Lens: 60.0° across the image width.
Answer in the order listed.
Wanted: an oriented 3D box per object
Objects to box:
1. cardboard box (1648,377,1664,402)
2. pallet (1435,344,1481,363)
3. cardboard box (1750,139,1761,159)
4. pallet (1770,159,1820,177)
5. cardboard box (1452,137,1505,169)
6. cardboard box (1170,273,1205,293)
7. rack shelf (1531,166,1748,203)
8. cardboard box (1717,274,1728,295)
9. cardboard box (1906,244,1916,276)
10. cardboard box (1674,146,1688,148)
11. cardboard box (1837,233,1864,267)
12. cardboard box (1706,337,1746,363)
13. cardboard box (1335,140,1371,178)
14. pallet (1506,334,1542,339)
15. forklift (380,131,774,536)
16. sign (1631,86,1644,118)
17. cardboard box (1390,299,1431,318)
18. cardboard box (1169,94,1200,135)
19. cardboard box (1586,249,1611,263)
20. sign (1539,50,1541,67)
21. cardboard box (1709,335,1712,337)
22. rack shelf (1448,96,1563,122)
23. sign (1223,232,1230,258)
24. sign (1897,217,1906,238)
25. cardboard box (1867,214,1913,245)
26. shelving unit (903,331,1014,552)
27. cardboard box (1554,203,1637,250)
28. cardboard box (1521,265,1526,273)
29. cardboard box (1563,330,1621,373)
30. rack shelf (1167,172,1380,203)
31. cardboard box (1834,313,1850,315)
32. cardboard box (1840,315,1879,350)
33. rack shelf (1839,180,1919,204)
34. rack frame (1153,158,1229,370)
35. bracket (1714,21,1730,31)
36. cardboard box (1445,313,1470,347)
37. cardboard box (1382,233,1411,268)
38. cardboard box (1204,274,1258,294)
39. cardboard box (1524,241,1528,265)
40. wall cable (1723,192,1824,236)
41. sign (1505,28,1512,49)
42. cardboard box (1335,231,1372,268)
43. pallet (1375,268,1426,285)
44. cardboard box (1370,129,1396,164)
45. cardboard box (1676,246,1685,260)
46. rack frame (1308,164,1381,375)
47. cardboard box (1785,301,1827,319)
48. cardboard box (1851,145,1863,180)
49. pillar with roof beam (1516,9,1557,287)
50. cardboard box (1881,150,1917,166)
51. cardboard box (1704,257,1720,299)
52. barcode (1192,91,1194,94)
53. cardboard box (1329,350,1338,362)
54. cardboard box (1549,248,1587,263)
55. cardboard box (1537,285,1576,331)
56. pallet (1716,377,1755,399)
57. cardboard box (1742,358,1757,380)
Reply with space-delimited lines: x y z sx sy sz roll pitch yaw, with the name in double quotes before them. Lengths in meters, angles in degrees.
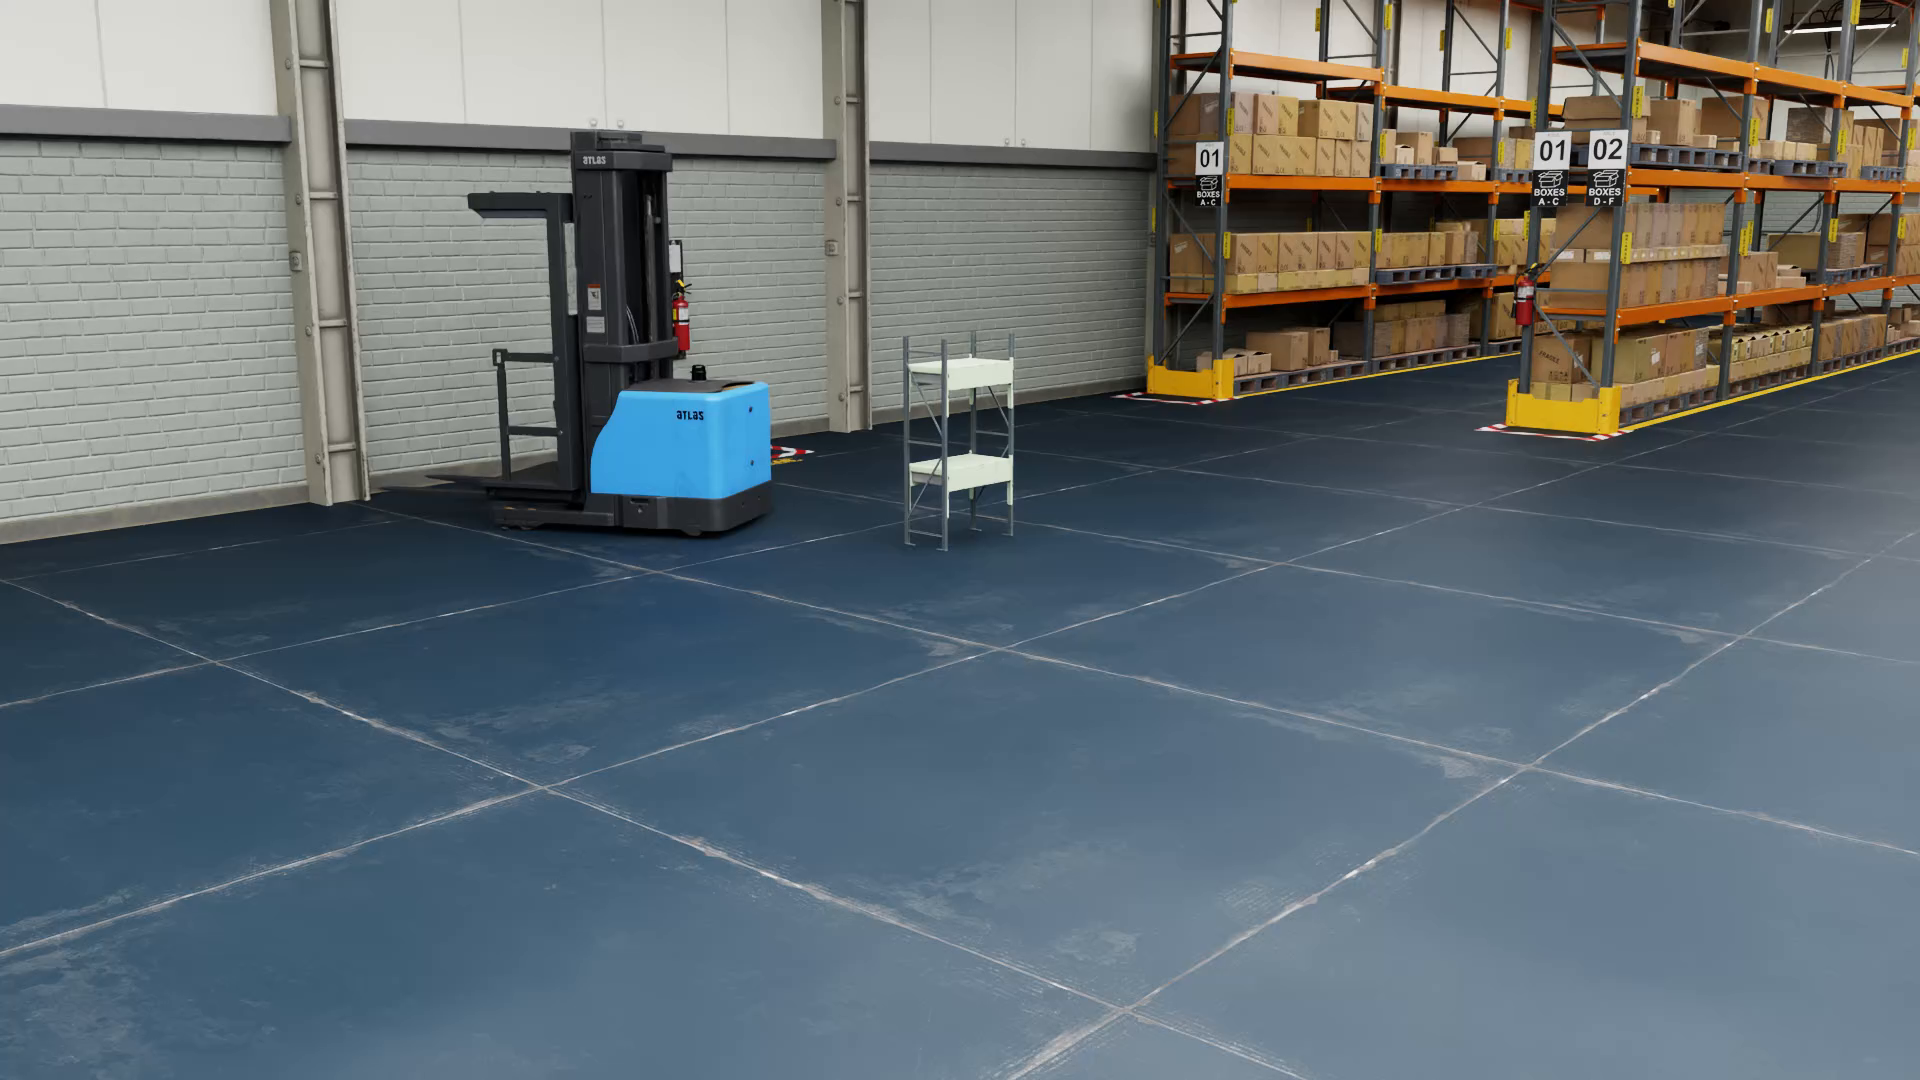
"cardboard box" 7.842 -1.765 19.338 0.500 0.250 0.500 10 15 40
"pallet" 7.704 -3.044 26.915 1.003 0.211 1.213 10 15 40
"cardboard box" 10.078 -5.072 21.600 0.500 0.250 0.500 8 14 35
"pallet" 10.828 -4.989 22.354 1.003 0.211 1.213 11 16 43
"cardboard box" 8.492 -6.340 27.258 0.700 0.500 0.500 8 14 36
"cardboard box" 3.103 -3.380 21.806 0.500 0.250 0.500 10 15 41
"rack shelf" 7.984 -4.122 19.370 1.077 0.370 4.000 10 15 40
"cardboard box" 9.596 -3.303 21.472 0.500 0.250 0.500 11 16 44
"cardboard box" 15.462 -4.640 27.528 0.500 0.500 0.500 10 15 41
"cardboard box" 8.122 -4.868 19.576 0.637 0.503 0.797 -10 15 -41
"cardboard box" 13.465 -4.462 25.567 0.700 0.500 0.500 6 13 26
"cardboard box" 9.764 -2.459 21.383 0.500 0.311 0.500 10 15 41
"cardboard box" 5.431 -5.361 23.431 0.500 0.500 0.500 10 15 42
"pallet" 9.603 -3.444 28.916 1.003 0.211 1.213 10 15 40
"forklift" -3.036 -1.606 12.769 3.031 2.935 1.130 3 12 16
"sign" 7.077 -4.576 17.369 0.100 0.325 0.005 10 15 40
"cardboard box" 7.026 -3.620 26.020 0.500 0.250 0.500 10 15 40
"cardboard box" 3.028 -5.467 21.407 0.500 0.500 0.500 11 15 43
"cardboard box" 7.084 -3.107 18.196 0.380 0.149 0.250 10 15 40
"sign" 10.461 -8.668 29.846 0.100 0.325 0.005 10 15 40
"cardboard box" 9.695 -2.605 22.111 0.500 0.311 0.500 10 15 42
"rack shelf" 9.541 -7.214 28.212 1.077 0.370 4.000 10 15 40
"sign" 3.348 -3.704 20.888 0.100 0.325 0.005 10 15 40
"sign" 15.004 -4.972 26.489 0.100 0.325 0.005 10 15 40
"cardboard box" 15.107 -5.048 27.017 0.500 0.500 0.500 10 15 42
"shelving unit" -0.004 -0.734 12.059 0.431 1.500 0.755 10 15 40
"cardboard box" 7.016 -3.470 18.358 0.700 0.500 0.500 10 15 41
"cardboard box" 9.441 -4.625 28.298 0.380 0.149 0.250 10 15 41
"cardboard box" 7.443 -2.201 19.608 0.500 0.500 0.500 10 15 40
"rack shelf" 4.260 -4.762 22.574 1.077 0.370 4.000 10 15 40
"cardboard box" 14.082 -3.426 26.962 0.500 0.500 0.500 9 14 38
"cardboard box" 14.142 -3.284 26.253 0.500 0.500 0.500 10 15 41
"rack shelf" 15.905 -5.888 28.209 1.077 0.370 4.000 10 15 40
"rack frame" 2.940 -3.350 21.324 1.000 3.000 0.127 10 15 40
"bracket" 16.739 -11.284 36.540 0.235 0.232 0.430 10 15 40
"cardboard box" 7.785 -3.404 26.854 0.700 0.500 0.500 10 15 41
"cardboard box" 6.316 -4.355 24.977 0.500 0.500 0.700 -10 15 -42
"cardboard box" 3.501 -3.317 21.490 0.500 0.250 0.500 9 15 39
"cardboard box" 9.415 -4.919 28.113 0.500 0.500 0.500 10 15 40
"wall cable" 17.504 -7.909 36.761 3.097 2.526 0.112 10 15 40
"sign" 8.635 -7.897 26.186 0.100 0.325 0.005 10 15 40
"cardboard box" 5.501 -4.133 23.661 0.500 0.500 0.500 10 15 40
"pallet" 6.194 -3.938 24.758 1.003 0.211 1.213 10 15 40
"cardboard box" 6.001 -5.734 24.276 0.500 0.500 0.500 -9 15 -39
"cardboard box" 8.273 -3.372 19.522 0.380 0.149 0.250 10 15 42
"rack frame" 5.580 -3.938 24.270 1.000 3.000 0.127 10 15 40
"cardboard box" 13.092 -3.572 25.783 0.500 0.250 0.500 9 15 39
"cardboard box" 12.887 -5.627 24.811 0.910 0.500 0.500 10 15 40
"pillar with roof beam" 13.907 -7.715 27.864 9.100 9.000 0.548 10 15 40
"cardboard box" 15.092 -6.157 26.829 0.500 0.250 0.500 10 15 40
"cardboard box" 9.016 -3.281 20.726 0.700 0.500 0.500 9 15 39
"barcode" 3.033 -5.823 21.710 0.001 0.075 0.075 10 15 40
"cardboard box" 5.250 -2.682 24.091 0.380 0.166 0.250 7 14 33
"cardboard box" 6.773 -3.158 18.451 0.380 0.149 0.250 9 15 39
"cardboard box" 10.530 -4.155 29.770 0.750 0.750 0.750 10 15 41
"pallet" 9.761 -2.044 21.907 1.003 0.211 1.213 10 15 40
"cardboard box" 10.095 -2.258 21.807 0.500 0.250 0.500 10 15 42
